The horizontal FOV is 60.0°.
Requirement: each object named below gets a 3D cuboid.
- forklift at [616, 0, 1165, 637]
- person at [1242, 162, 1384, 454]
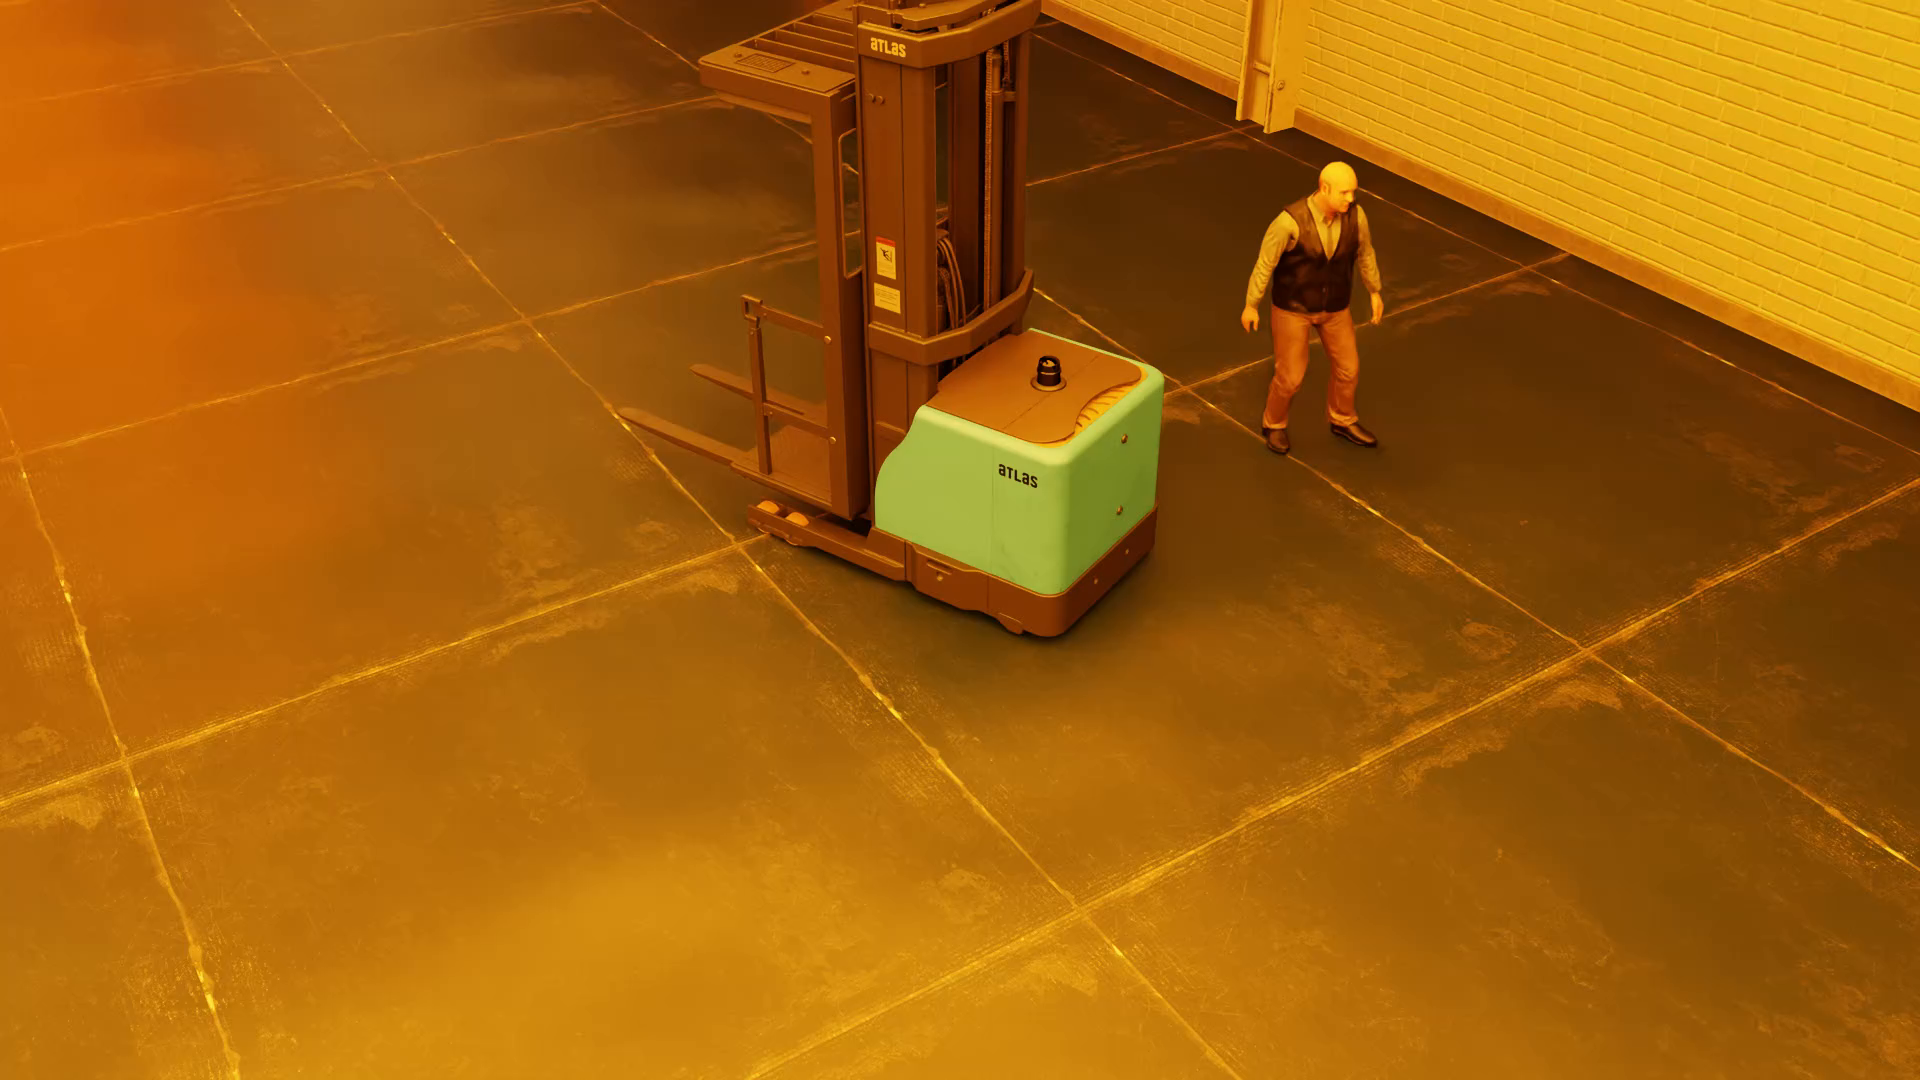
[{"bbox_3d":[-0.500,-1.399,8.138,3.031,2.935,1.130,22,41,28],"label":"forklift"},{"bbox_3d":[1.944,-1.268,9.029,0.813,1.695,0.387,-8,36,-12],"label":"person"}]
